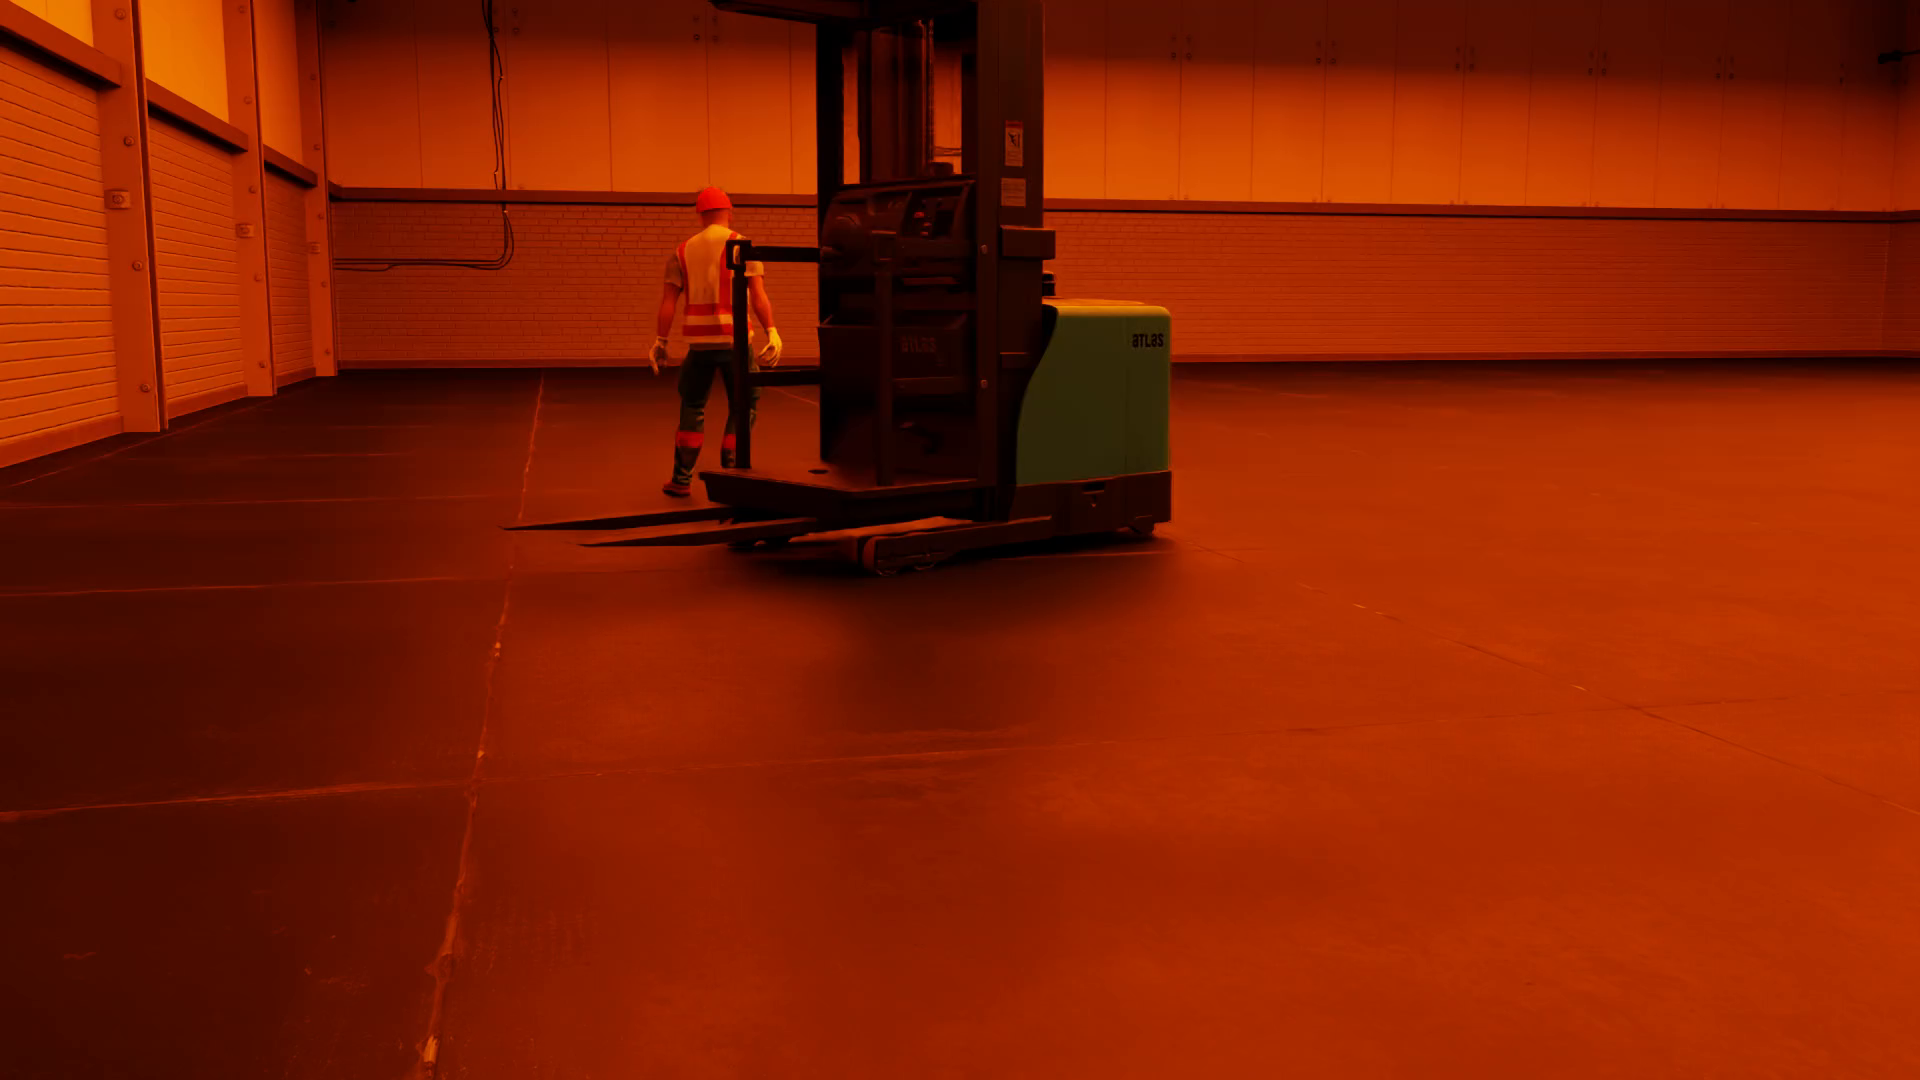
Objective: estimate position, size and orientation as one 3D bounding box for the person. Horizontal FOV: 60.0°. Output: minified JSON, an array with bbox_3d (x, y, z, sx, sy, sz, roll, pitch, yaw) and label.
[{"bbox_3d":[-1.356,-1.104,9.371,0.870,1.747,0.455,3,9,21],"label":"person"}]

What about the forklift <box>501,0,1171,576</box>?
[{"bbox_3d":[-0.437,-1.387,7.043,3.031,2.935,1.130,-7,11,-42],"label":"forklift"}]
